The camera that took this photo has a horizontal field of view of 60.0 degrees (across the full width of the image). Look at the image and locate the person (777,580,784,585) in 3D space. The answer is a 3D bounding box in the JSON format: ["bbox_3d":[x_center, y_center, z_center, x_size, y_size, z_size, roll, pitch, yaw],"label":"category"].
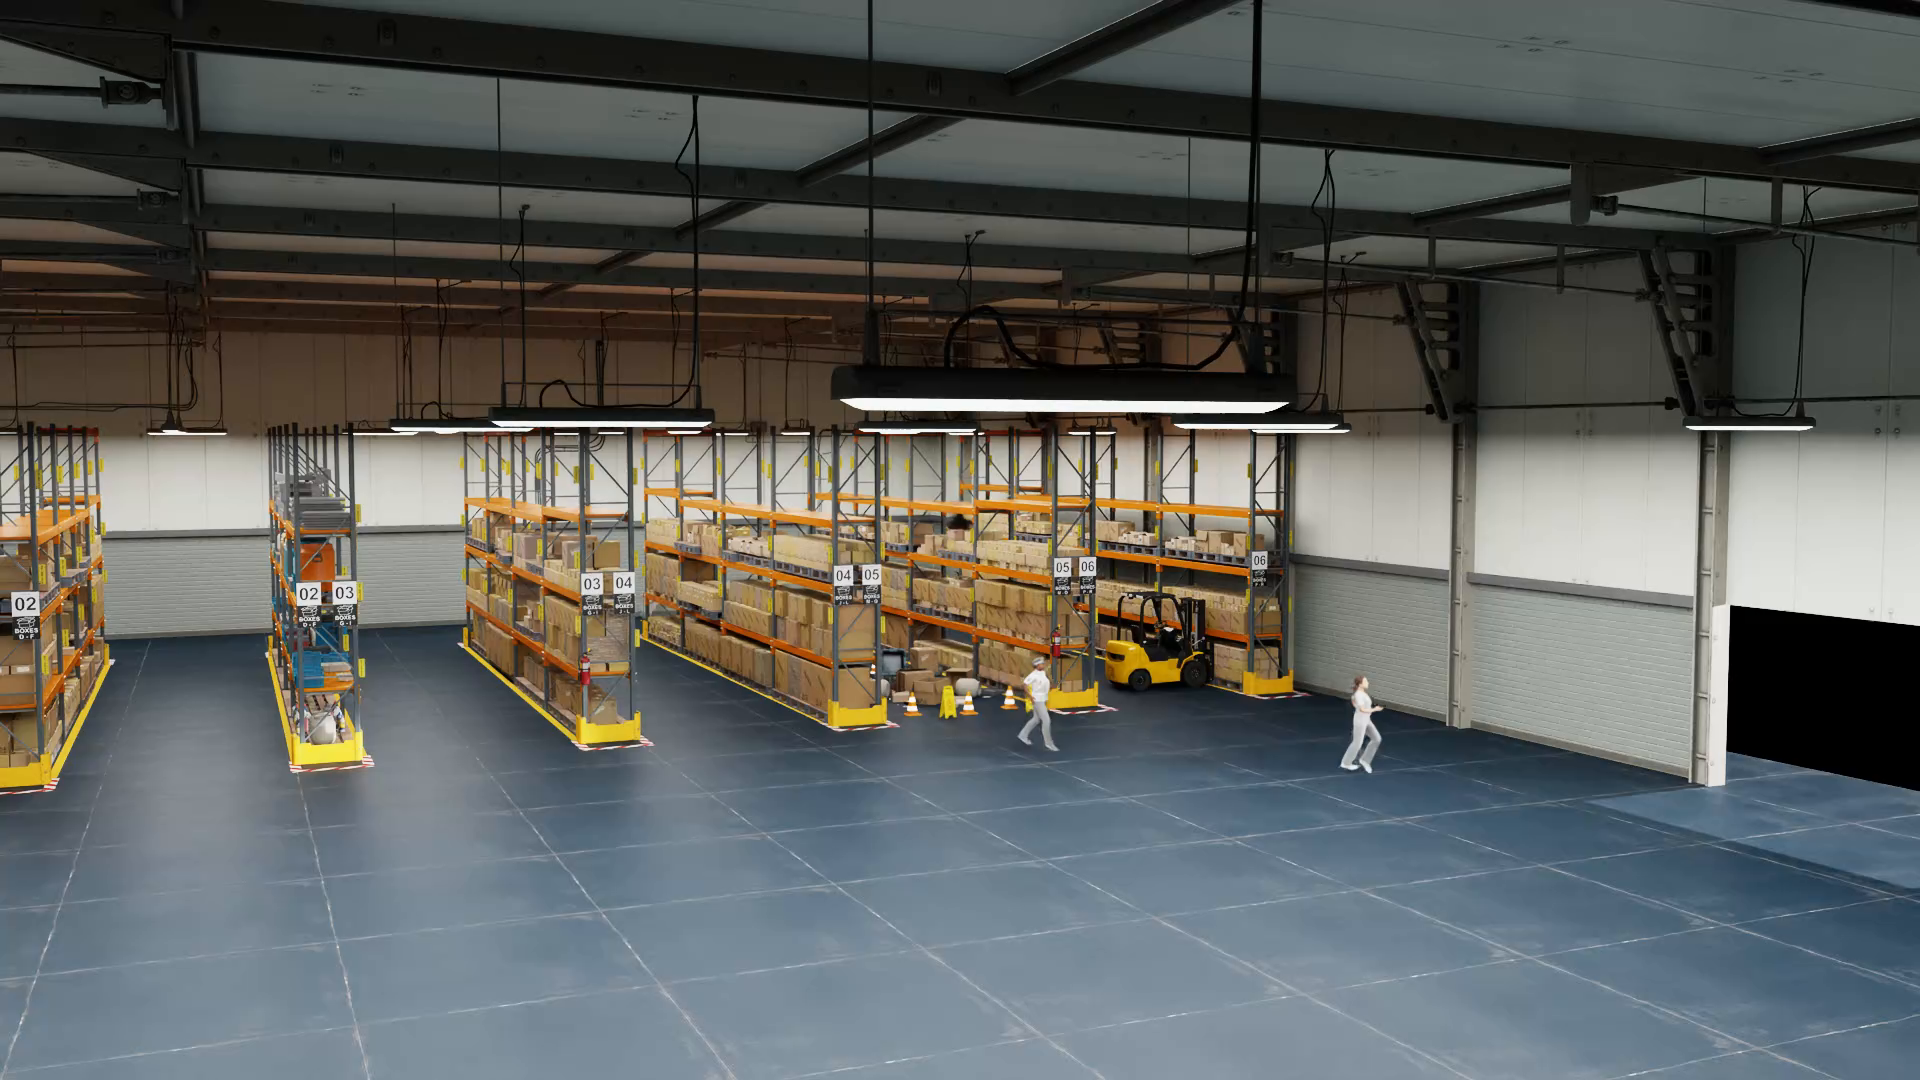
[{"bbox_3d":[-5.503,1.805,50.806,0.845,1.700,0.583,-1,4,-21],"label":"person"}]

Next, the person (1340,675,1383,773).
[{"bbox_3d":[6.881,3.150,28.444,0.707,1.693,0.532,2,4,28],"label":"person"}]

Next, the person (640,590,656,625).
[{"bbox_3d":[-9.181,1.887,49.123,0.546,1.689,0.782,-1,4,-9],"label":"person"}]

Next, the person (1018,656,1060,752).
[{"bbox_3d":[1.445,2.994,30.570,0.866,1.727,0.563,1,4,22],"label":"person"}]
